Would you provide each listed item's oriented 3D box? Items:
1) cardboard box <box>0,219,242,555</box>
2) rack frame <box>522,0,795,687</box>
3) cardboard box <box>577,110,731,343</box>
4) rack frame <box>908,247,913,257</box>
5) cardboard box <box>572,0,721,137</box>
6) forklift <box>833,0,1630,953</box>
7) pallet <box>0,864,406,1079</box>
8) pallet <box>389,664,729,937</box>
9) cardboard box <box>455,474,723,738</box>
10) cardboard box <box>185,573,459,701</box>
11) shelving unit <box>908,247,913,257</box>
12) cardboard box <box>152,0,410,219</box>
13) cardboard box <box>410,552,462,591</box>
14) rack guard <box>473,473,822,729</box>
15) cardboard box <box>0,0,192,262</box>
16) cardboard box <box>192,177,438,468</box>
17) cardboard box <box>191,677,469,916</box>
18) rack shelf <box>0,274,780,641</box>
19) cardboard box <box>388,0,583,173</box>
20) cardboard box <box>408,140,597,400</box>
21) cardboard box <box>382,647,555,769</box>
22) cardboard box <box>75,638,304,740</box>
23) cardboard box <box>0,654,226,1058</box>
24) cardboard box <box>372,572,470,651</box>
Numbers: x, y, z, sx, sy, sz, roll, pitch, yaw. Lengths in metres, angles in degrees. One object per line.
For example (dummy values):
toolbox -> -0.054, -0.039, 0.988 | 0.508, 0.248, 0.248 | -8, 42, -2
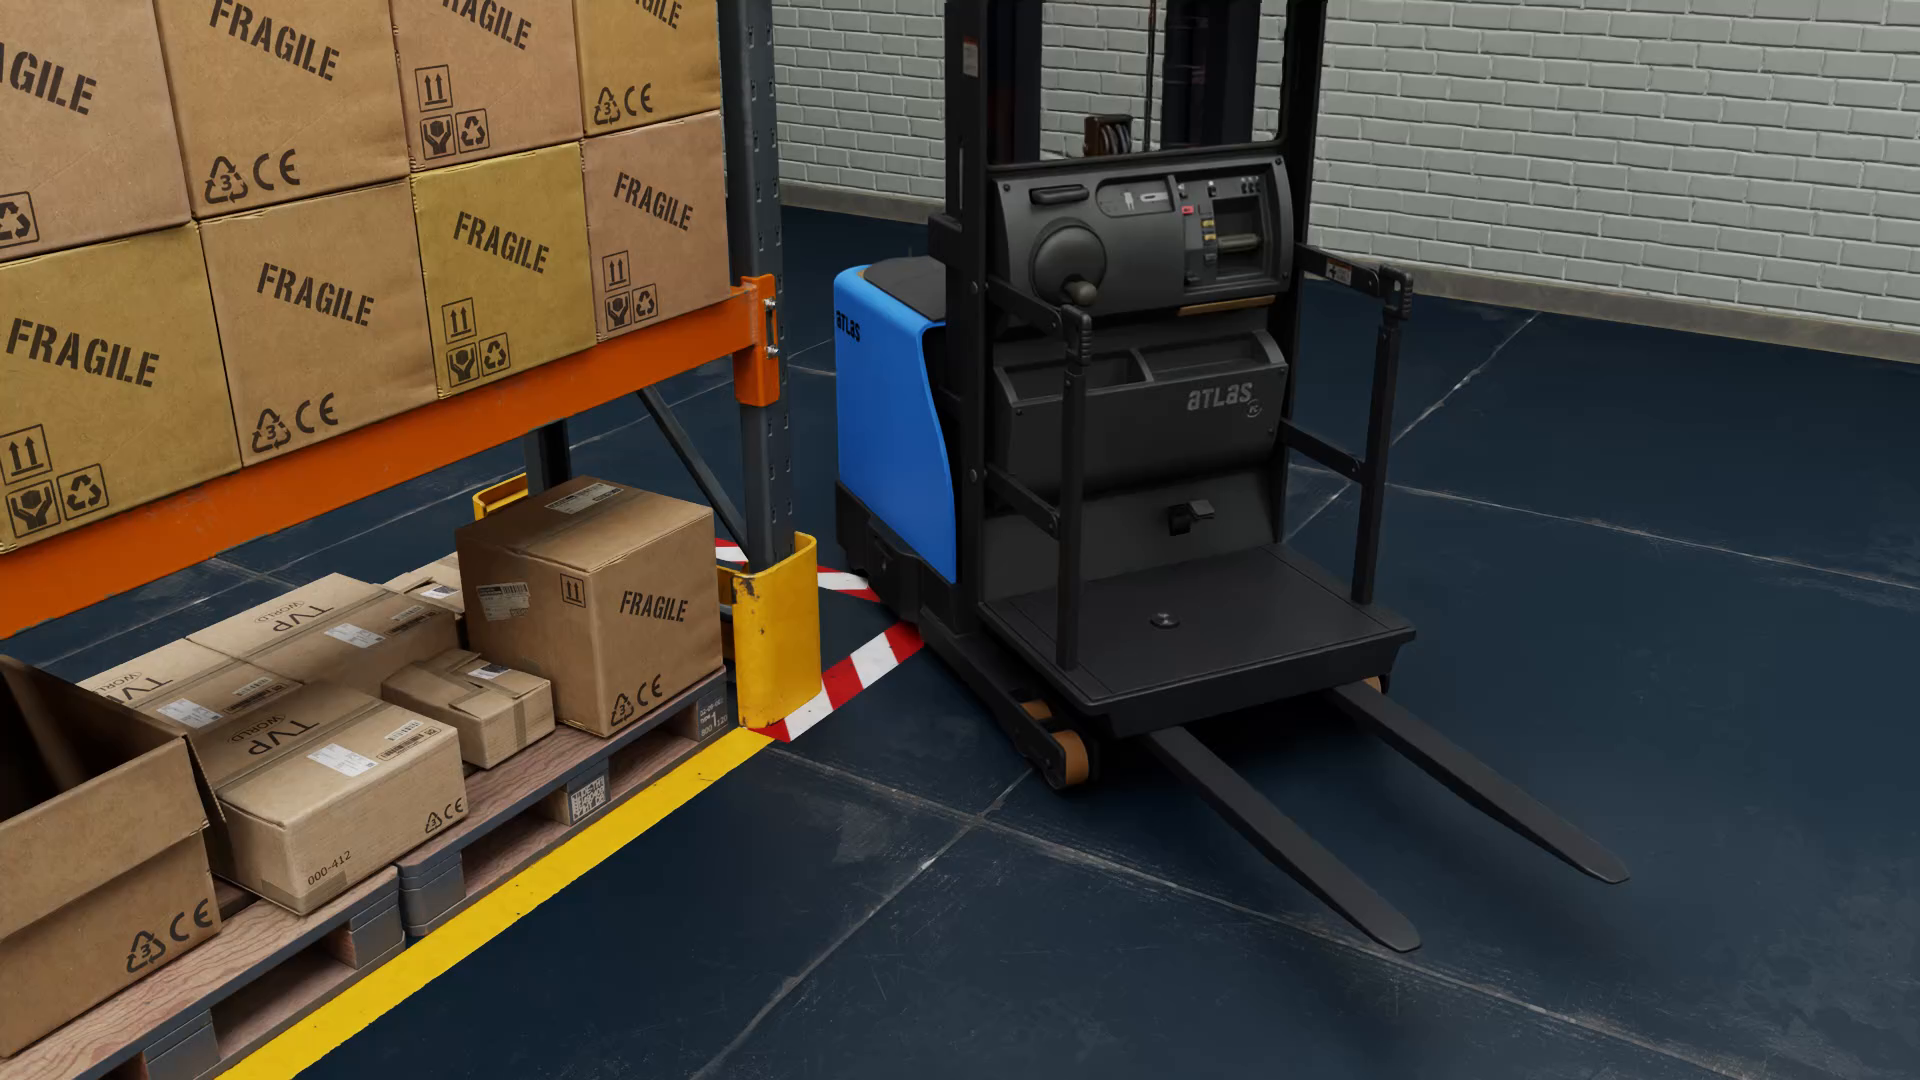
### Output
cardboard box -> -1.762, -0.335, 3.123 | 0.500, 0.500, 0.500 | 13, 27, 28
rack frame -> -0.952, -1.011, 4.809 | 1.000, 3.000, 0.127 | 14, 27, 29
cardboard box -> -0.957, -0.848, 4.308 | 0.500, 0.500, 0.500 | 15, 27, 31
rack frame -> -0.123, -0.560, 6.221 | 0.008, 1.050, 0.200 | -18, 29, -36
cardboard box -> -0.954, -1.308, 4.110 | 0.500, 0.500, 0.500 | 14, 27, 29
forklift -> 0.627, -0.845, 4.513 | 1.130, 2.935, 3.031 | -10, 26, -23
pallet -> -2.057, 0.974, 3.734 | 1.003, 0.211, 1.213 | 14, 27, 29
pallet -> -1.412, 0.564, 4.682 | 1.003, 0.211, 1.213 | 14, 27, 29
cardboard box -> -1.030, 0.170, 4.675 | 0.500, 0.500, 0.500 | 14, 27, 29
cardboard box -> -1.744, 0.342, 4.591 | 0.500, 0.250, 0.500 | 14, 27, 29
shelving unit -> -0.029, -0.591, 6.293 | 0.252, 1.050, 0.215 | -18, 29, -36
cardboard box -> -1.489, -0.961, 3.309 | 0.500, 0.500, 0.500 | 15, 27, 30
cardboard box -> -1.465, 0.165, 5.128 | 0.380, 0.149, 0.250 | 14, 27, 29
rack guard -> -0.992, 0.162, 5.246 | 1.175, 0.500, 0.348 | 14, 27, 29
cardboard box -> -1.760, -0.788, 2.909 | 0.500, 0.500, 0.500 | 15, 27, 31
cardboard box -> -1.496, -0.505, 3.516 | 0.500, 0.500, 0.500 | 14, 27, 29
cardboard box -> -1.556, 0.599, 3.998 | 0.500, 0.250, 0.500 | 14, 27, 29
rack shelf -> -2.007, -0.005, 3.392 | 1.077, 0.370, 4.000 | 14, 27, 29
cardboard box -> -1.219, -1.137, 3.716 | 0.500, 0.500, 0.500 | 15, 27, 30
cardboard box -> -1.228, -0.672, 3.902 | 0.500, 0.500, 0.500 | 14, 27, 29
cardboard box -> -1.320, 0.441, 4.469 | 0.380, 0.166, 0.250 | 14, 27, 29
cardboard box -> -2.008, 0.511, 4.201 | 0.500, 0.250, 0.500 | 14, 27, 29
cardboard box -> -2.076, 0.648, 3.566 | 0.797, 0.503, 0.637 | 14, 27, 29
cardboard box -> -1.597, 0.241, 4.929 | 0.380, 0.166, 0.250 | 14, 27, 29
